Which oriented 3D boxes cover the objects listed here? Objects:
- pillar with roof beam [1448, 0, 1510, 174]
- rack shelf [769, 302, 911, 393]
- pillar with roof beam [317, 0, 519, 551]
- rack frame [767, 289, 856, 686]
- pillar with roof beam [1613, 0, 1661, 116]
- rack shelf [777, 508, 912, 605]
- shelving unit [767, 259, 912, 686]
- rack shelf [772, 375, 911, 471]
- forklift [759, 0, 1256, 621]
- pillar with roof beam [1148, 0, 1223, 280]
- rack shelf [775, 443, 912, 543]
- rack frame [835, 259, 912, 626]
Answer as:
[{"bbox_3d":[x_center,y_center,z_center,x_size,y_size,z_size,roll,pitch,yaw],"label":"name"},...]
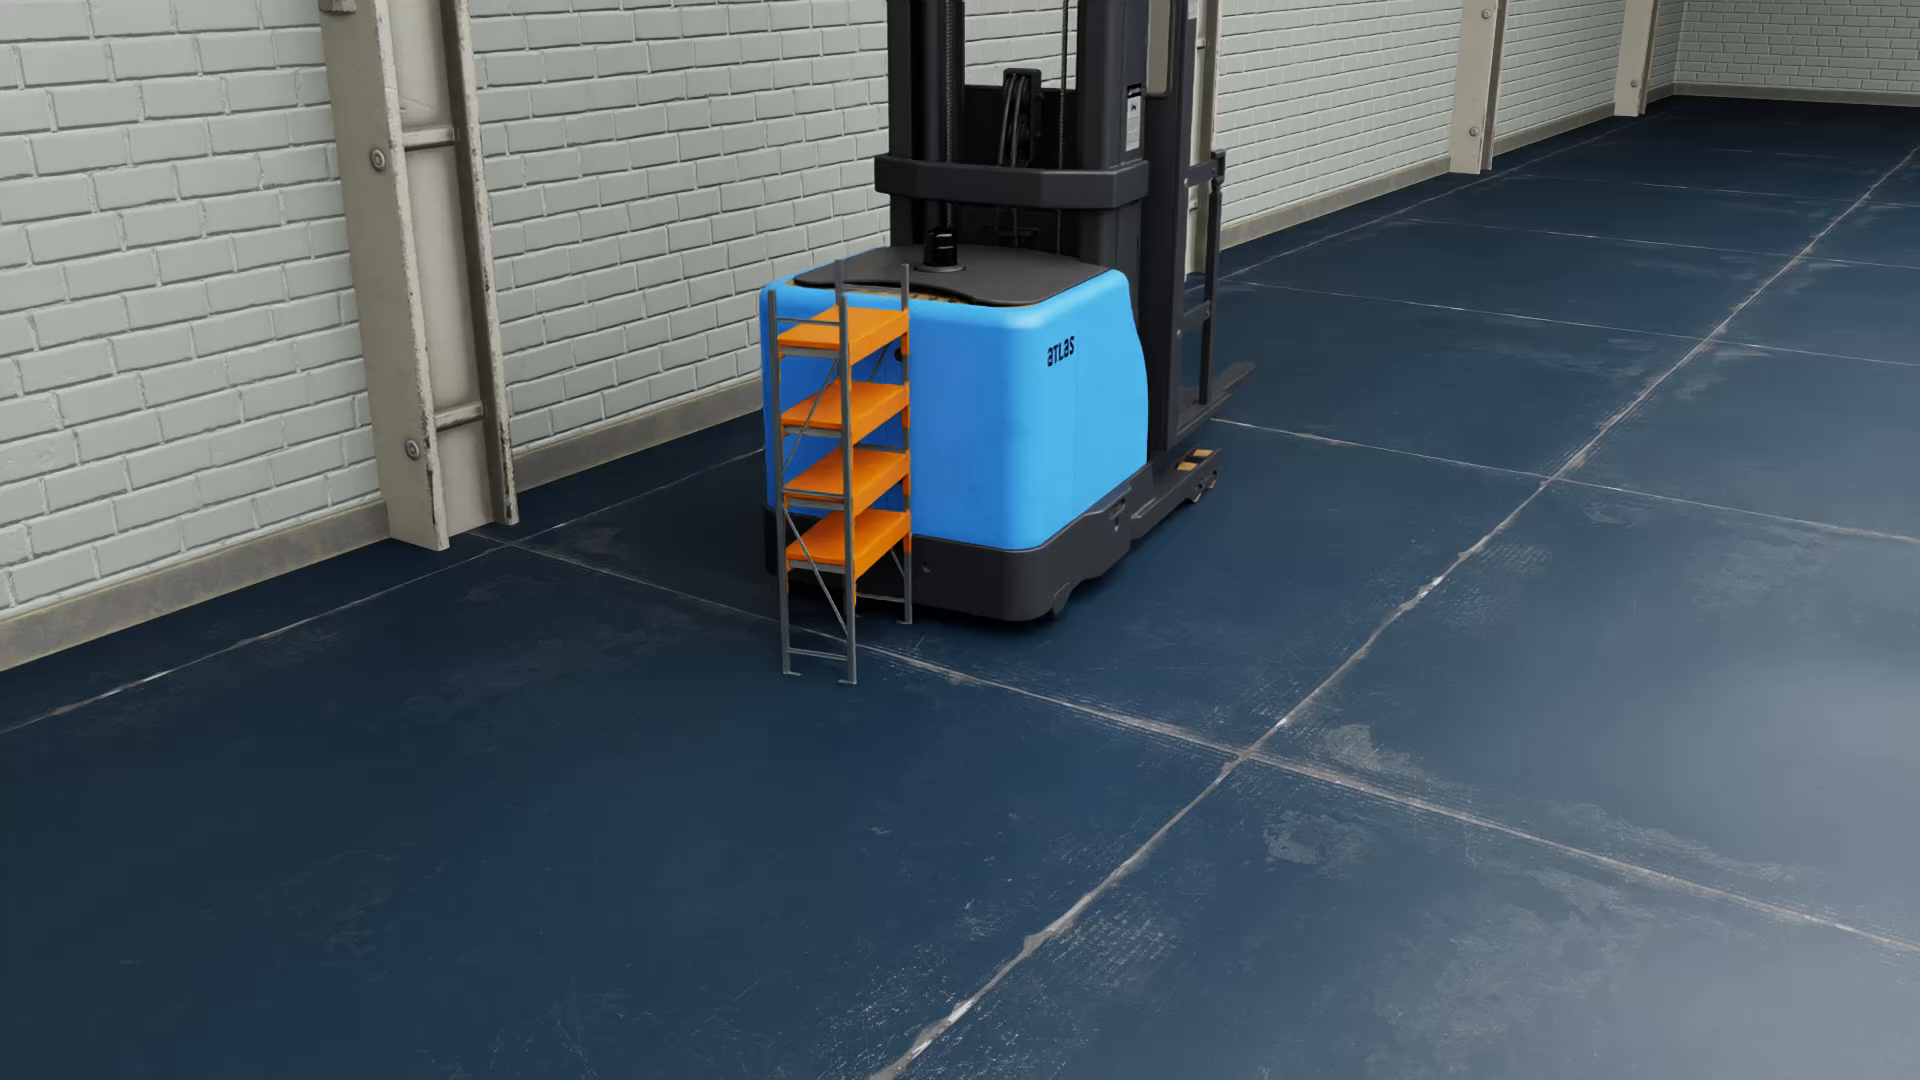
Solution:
[{"bbox_3d":[8.360,-6.869,11.864,9.100,9.000,0.400,13,24,32],"label":"pillar with roof beam"},{"bbox_3d":[-0.352,-0.583,4.979,0.258,0.148,0.480,7,21,18],"label":"rack shelf"},{"bbox_3d":[1.614,-3.426,2.556,9.100,9.000,0.400,13,24,32],"label":"pillar with roof beam"},{"bbox_3d":[-0.432,-0.135,4.899,0.240,1.200,0.015,7,21,18],"label":"rack frame"},{"bbox_3d":[11.733,-8.591,16.518,9.100,9.000,0.400,13,24,32],"label":"pillar with roof beam"},{"bbox_3d":[-0.353,0.034,5.208,0.258,0.148,0.480,7,21,18],"label":"rack shelf"},{"bbox_3d":[-0.353,-0.215,5.116,0.258,1.200,0.503,7,21,18],"label":"shelving unit"},{"bbox_3d":[-0.353,-0.362,5.062,0.258,0.148,0.480,7,21,18],"label":"rack shelf"},{"bbox_3d":[0.431,-1.584,6.322,1.130,2.935,3.031,10,22,25],"label":"forklift"},{"bbox_3d":[4.987,-5.148,7.210,9.100,9.000,0.400,13,24,32],"label":"pillar with roof beam"},{"bbox_3d":[-0.353,-0.152,5.139,0.258,0.148,0.480,7,21,18],"label":"rack shelf"},{"bbox_3d":[-0.274,-0.295,5.332,0.240,1.200,0.015,7,21,18],"label":"rack frame"}]
